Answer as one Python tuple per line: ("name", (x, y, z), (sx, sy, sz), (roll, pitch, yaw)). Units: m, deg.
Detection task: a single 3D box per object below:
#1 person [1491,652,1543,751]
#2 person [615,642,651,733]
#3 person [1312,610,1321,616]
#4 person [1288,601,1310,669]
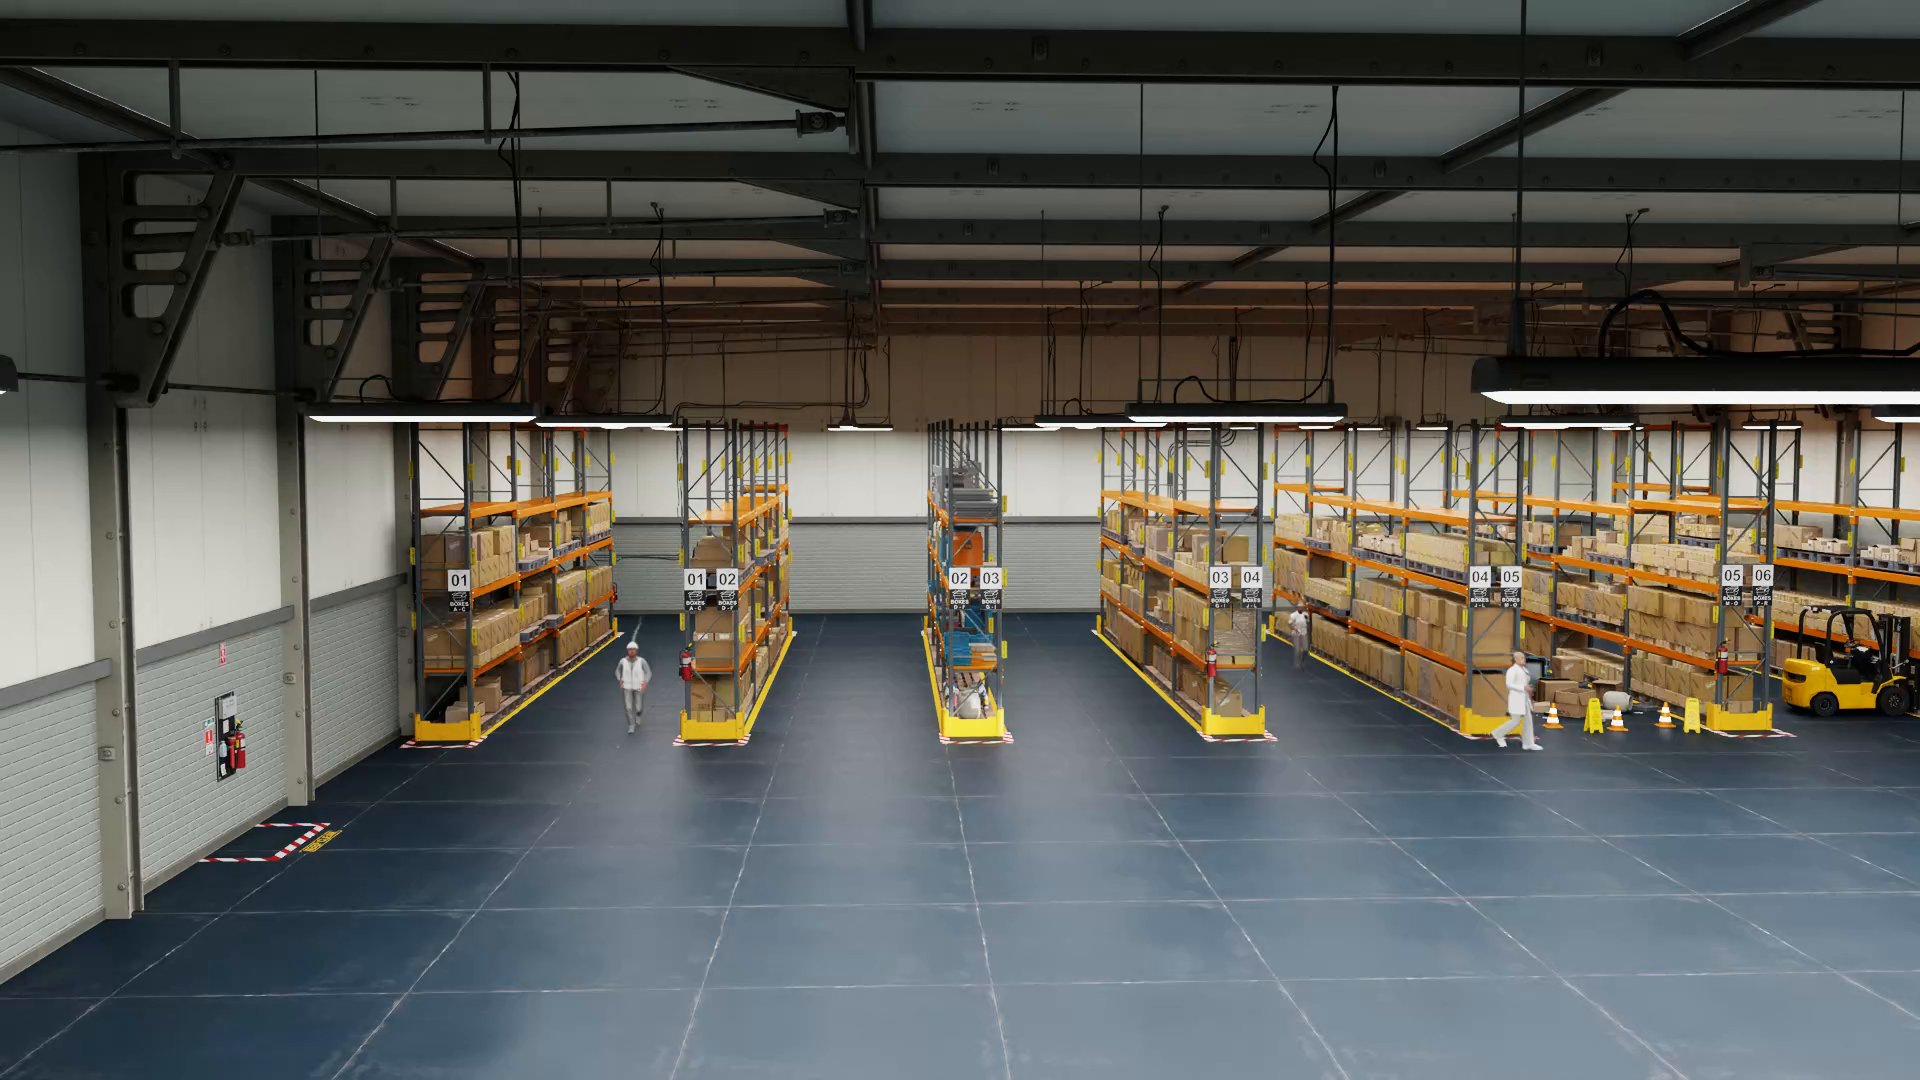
("person", (10.099, 2.899, 30.023), (0.867, 1.763, 0.730), (3, 5, 44))
("person", (-6.269, 2.815, 31.866), (0.688, 1.732, 0.666), (0, 4, -8))
("person", (10.378, 1.828, 48.863), (0.624, 1.547, 1.041), (-3, 5, -39))
("person", (8.238, 2.308, 40.276), (0.585, 1.666, 0.585), (0, 4, -5))
